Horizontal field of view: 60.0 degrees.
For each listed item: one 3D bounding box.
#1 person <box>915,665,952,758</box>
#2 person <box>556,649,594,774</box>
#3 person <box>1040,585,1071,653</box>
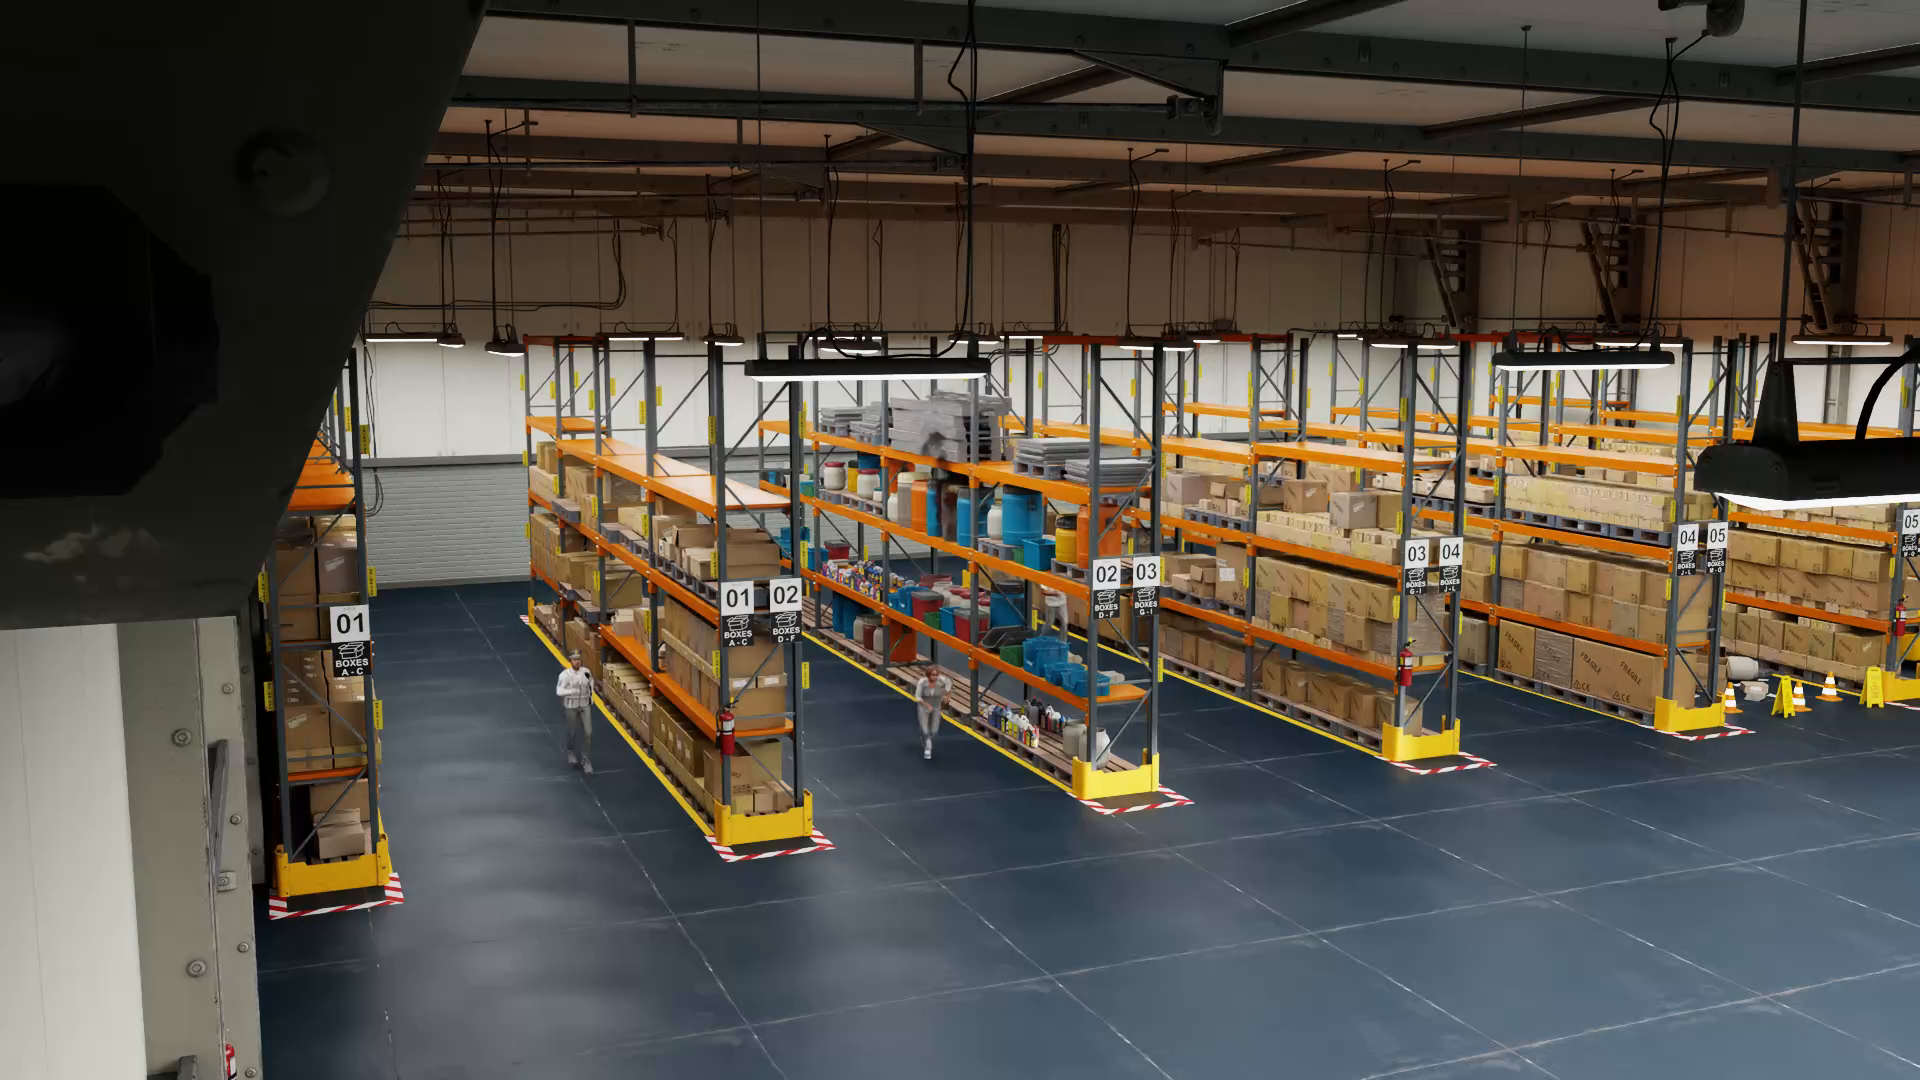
[{"bbox_3d":[-0.377,2.461,23.873,0.555,1.444,0.760,-1,8,-11],"label":"person"},{"bbox_3d":[-5.382,2.382,23.393,0.596,1.740,0.720,-4,9,-27],"label":"person"},{"bbox_3d":[1.800,1.239,31.692,0.640,1.796,0.890,-3,8,-23],"label":"person"}]
